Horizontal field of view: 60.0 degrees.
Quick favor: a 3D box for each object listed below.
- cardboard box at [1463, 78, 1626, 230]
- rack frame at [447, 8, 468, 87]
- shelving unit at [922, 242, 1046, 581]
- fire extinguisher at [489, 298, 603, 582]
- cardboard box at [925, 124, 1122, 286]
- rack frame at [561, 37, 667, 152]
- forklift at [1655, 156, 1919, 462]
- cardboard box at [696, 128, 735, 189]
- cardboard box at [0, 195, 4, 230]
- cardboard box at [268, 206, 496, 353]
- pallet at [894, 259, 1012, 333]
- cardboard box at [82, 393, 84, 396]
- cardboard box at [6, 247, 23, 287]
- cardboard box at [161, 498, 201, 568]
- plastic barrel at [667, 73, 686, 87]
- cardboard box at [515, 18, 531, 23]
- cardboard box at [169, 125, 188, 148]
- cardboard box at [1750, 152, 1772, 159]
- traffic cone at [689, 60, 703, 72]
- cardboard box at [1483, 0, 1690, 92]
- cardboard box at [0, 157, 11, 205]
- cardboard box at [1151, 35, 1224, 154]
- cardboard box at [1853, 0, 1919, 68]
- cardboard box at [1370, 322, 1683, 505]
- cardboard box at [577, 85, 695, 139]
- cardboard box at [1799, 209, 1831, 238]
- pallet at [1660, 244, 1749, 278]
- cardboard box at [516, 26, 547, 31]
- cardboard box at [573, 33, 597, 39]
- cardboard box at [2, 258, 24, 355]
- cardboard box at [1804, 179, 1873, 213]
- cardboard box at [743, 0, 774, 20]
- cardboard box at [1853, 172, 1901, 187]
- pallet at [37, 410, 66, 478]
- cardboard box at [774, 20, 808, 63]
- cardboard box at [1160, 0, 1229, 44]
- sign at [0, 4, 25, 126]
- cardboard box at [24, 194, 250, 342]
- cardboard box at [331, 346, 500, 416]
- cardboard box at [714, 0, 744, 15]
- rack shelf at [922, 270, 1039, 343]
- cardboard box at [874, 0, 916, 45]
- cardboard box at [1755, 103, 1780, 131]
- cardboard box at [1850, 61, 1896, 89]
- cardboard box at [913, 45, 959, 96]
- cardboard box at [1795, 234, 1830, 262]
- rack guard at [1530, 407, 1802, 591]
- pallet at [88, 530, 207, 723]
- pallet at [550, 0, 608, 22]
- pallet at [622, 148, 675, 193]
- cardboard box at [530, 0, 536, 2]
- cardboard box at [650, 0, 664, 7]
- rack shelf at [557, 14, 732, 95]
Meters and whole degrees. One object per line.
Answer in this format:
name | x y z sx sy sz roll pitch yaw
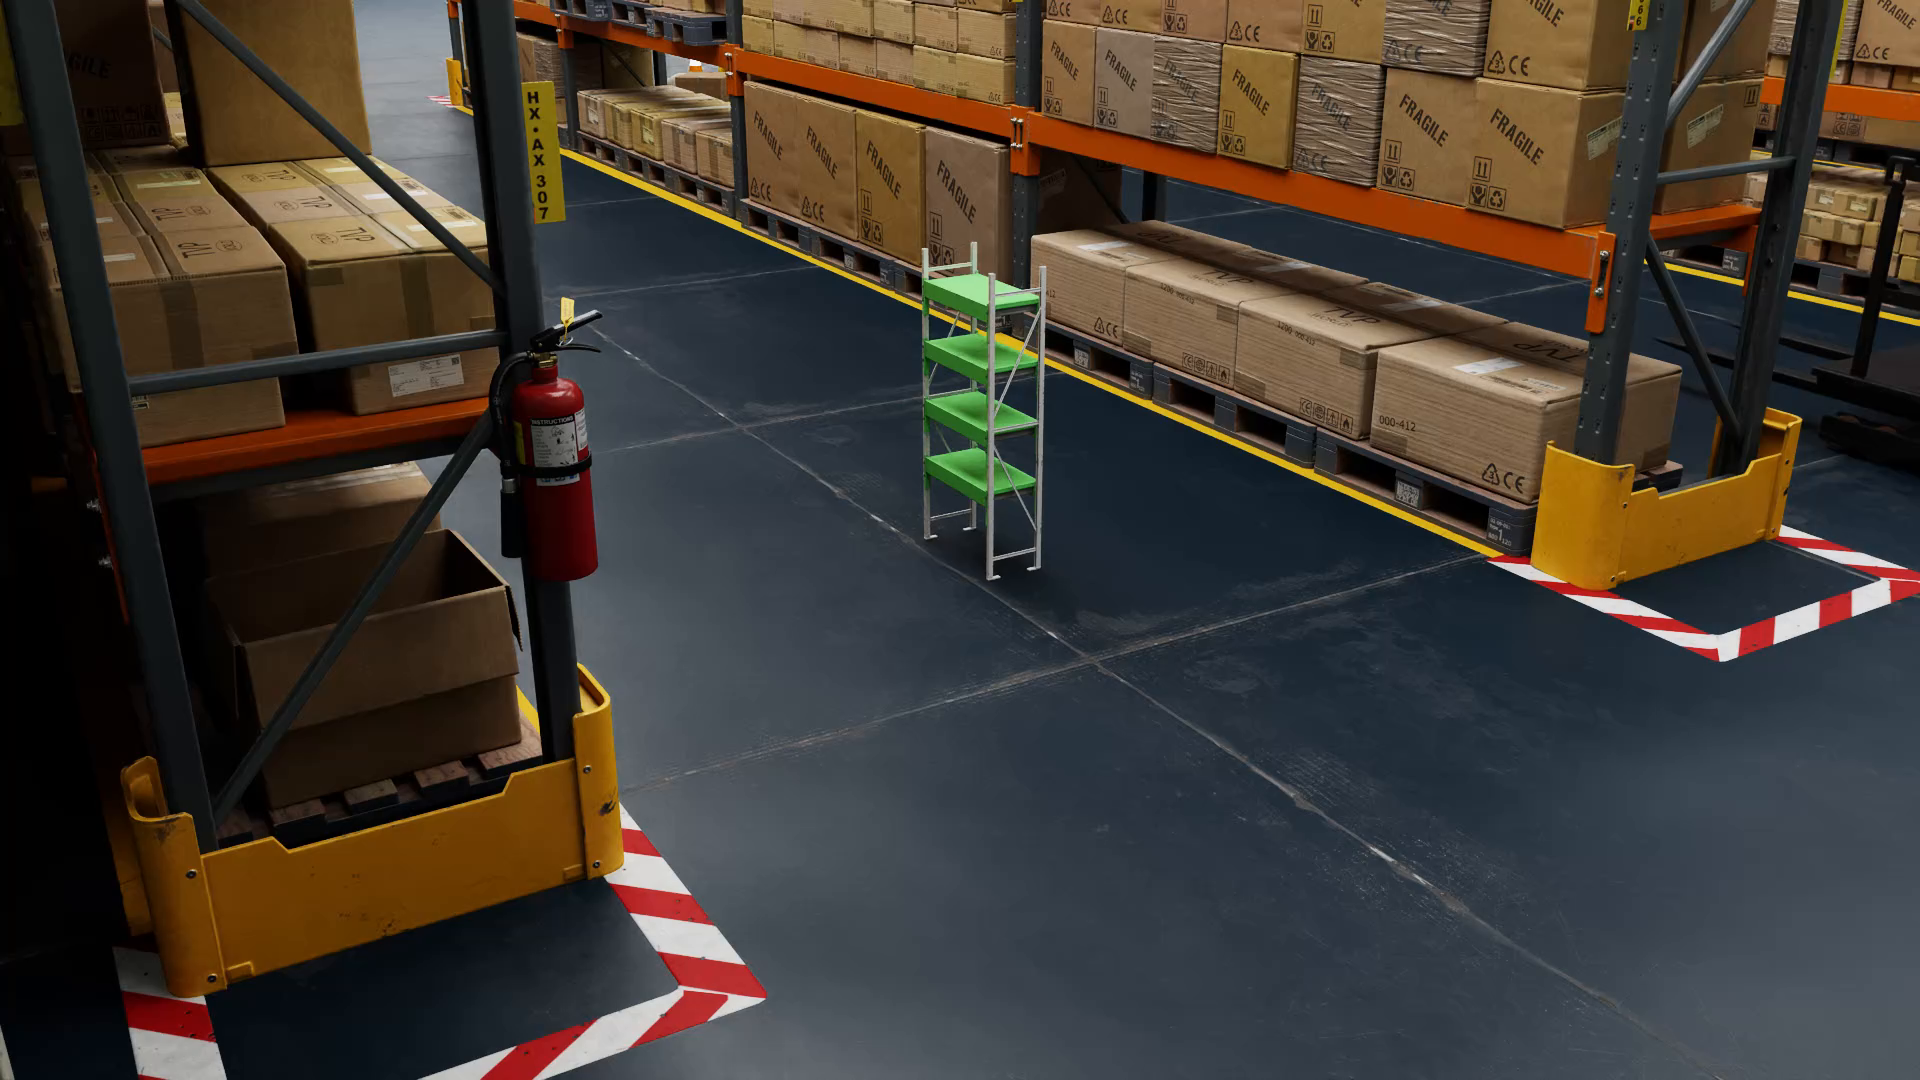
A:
cardboard box | 2.333 -1.513 6.417 0.500 0.500 0.500 -12 25 -28
rack frame | -5.366 -6.541 18.919 1.000 3.000 0.127 -13 25 -28
shelving unit | 0.085 -0.502 6.454 0.258 1.200 0.503 -13 25 -28
fire extinguisher | -0.986 -0.238 4.011 0.296 0.674 0.183 -13 25 -28
cardboard box | 0.378 -2.052 10.139 0.875 0.875 0.875 -12 25 -27
rack frame | -3.323 -5.246 15.734 1.000 3.000 0.127 -13 25 -28
forklift | 4.738 -1.793 7.330 1.130 2.935 3.031 -12 25 -27
cardboard box | -1.560 -3.113 13.418 0.950 0.372 0.625 -15 26 -32
cardboard box | -5.179 -1.841 9.258 0.380 0.149 0.250 -14 26 -31
cardboard box | -1.459 -0.672 4.286 0.500 0.250 0.500 -12 25 -28
pallet | 0.304 -1.599 10.466 1.003 0.211 1.213 -13 25 -28
cardboard box | -2.144 -0.508 4.411 0.380 0.149 0.250 -13 26 -30
cardboard box | -4.362 -1.340 8.024 0.380 0.149 0.250 -14 26 -31
cardboard box | -2.623 -0.278 6.274 0.700 0.500 0.500 -14 26 -30
plastic barrel | -3.010 -4.970 18.476 0.512 0.421 0.421 4 22 9
cardboard box | -4.733 -5.599 18.702 0.500 0.500 0.500 -12 25 -28
cardboard box | -2.520 -1.327 5.897 0.500 0.250 0.500 -13 25 -29
cardboard box | 5.537 -2.650 11.786 0.380 0.149 0.250 -12 25 -28
traffic cone | -3.257 -5.798 20.461 0.336 0.463 0.334 -13 25 -28
cardboard box | 2.356 -1.981 6.241 0.500 0.500 0.500 -12 25 -27
cardboard box | -3.219 -1.395 6.064 0.500 0.250 0.500 -13 25 -29
cardboard box | 1.280 -2.174 8.044 0.500 0.500 0.500 -12 25 -28
cardboard box | 5.788 -3.119 9.975 0.500 0.500 0.500 -11 25 -26
cardboard box | 2.384 -0.563 7.058 0.875 0.438 0.875 -14 26 -30
cardboard box | -3.053 -4.054 15.733 0.950 0.372 0.625 -12 25 -28
cardboard box | 5.569 -2.062 10.733 0.380 0.149 0.250 -13 25 -29
pallet | 5.341 -2.138 11.792 1.003 0.211 1.213 -13 25 -28
cardboard box | -4.659 -5.154 17.607 0.500 0.500 0.500 -12 25 -27
cardboard box | -3.676 -4.928 17.050 0.500 0.500 0.500 -11 25 -26
cardboard box | -4.522 -1.173 8.475 0.500 0.500 0.500 -14 26 -31
cardboard box | 5.649 -2.215 10.717 0.380 0.149 0.250 -14 26 -30
cardboard box | -1.233 -3.901 11.962 0.500 0.250 0.500 -13 25 -29
cardboard box | 6.102 -2.317 10.967 0.380 0.149 0.250 -14 26 -30
pallet | -3.950 -0.664 8.165 1.003 0.211 1.213 -13 25 -28
cardboard box | -0.969 -3.512 11.667 0.500 0.250 0.500 -13 26 -30
cardboard box | 1.303 -2.632 7.843 0.500 0.500 0.500 -12 25 -27
sign | -1.946 -0.988 3.301 0.100 0.325 0.005 -13 25 -28
cardboard box | -2.184 -0.739 4.449 0.500 0.250 0.500 -13 25 -28
cardboard box | -1.391 -0.448 4.264 0.380 0.149 0.250 -13 25 -29
cardboard box | -1.650 -4.090 12.666 0.380 0.149 0.250 -12 25 -26
rack shelf | 0.085 -0.888 6.297 0.258 0.148 0.480 -13 25 -28
cardboard box | -0.202 -3.241 10.337 0.500 0.250 0.500 -12 25 -27
cardboard box | 8.023 -4.550 16.286 1.225 0.875 0.875 -13 25 -28
cardboard box | 5.722 -2.875 10.235 0.380 0.149 0.250 -12 25 -26
cardboard box | 0.058 -2.848 10.035 0.500 0.250 0.500 -13 25 -29
cardboard box | 5.575 -1.923 10.787 0.380 0.149 0.250 -13 26 -30
rack guard | 2.819 -0.195 6.628 1.175 0.500 0.348 -13 25 -28
pallet | -2.525 0.210 6.015 1.003 0.211 1.213 -13 25 -28
pallet | -3.058 -4.881 15.092 1.003 0.211 1.213 -13 25 -28
pallet | -2.297 -3.307 14.667 1.003 0.211 1.213 -13 25 -28
cardboard box | -4.064 -5.437 16.538 0.380 0.149 0.250 -13 25 -29
cardboard box | -2.290 -4.405 13.441 0.380 0.149 0.250 -12 25 -27
rack shelf | -2.302 -4.265 14.276 1.077 0.370 4.000 -13 25 -28
